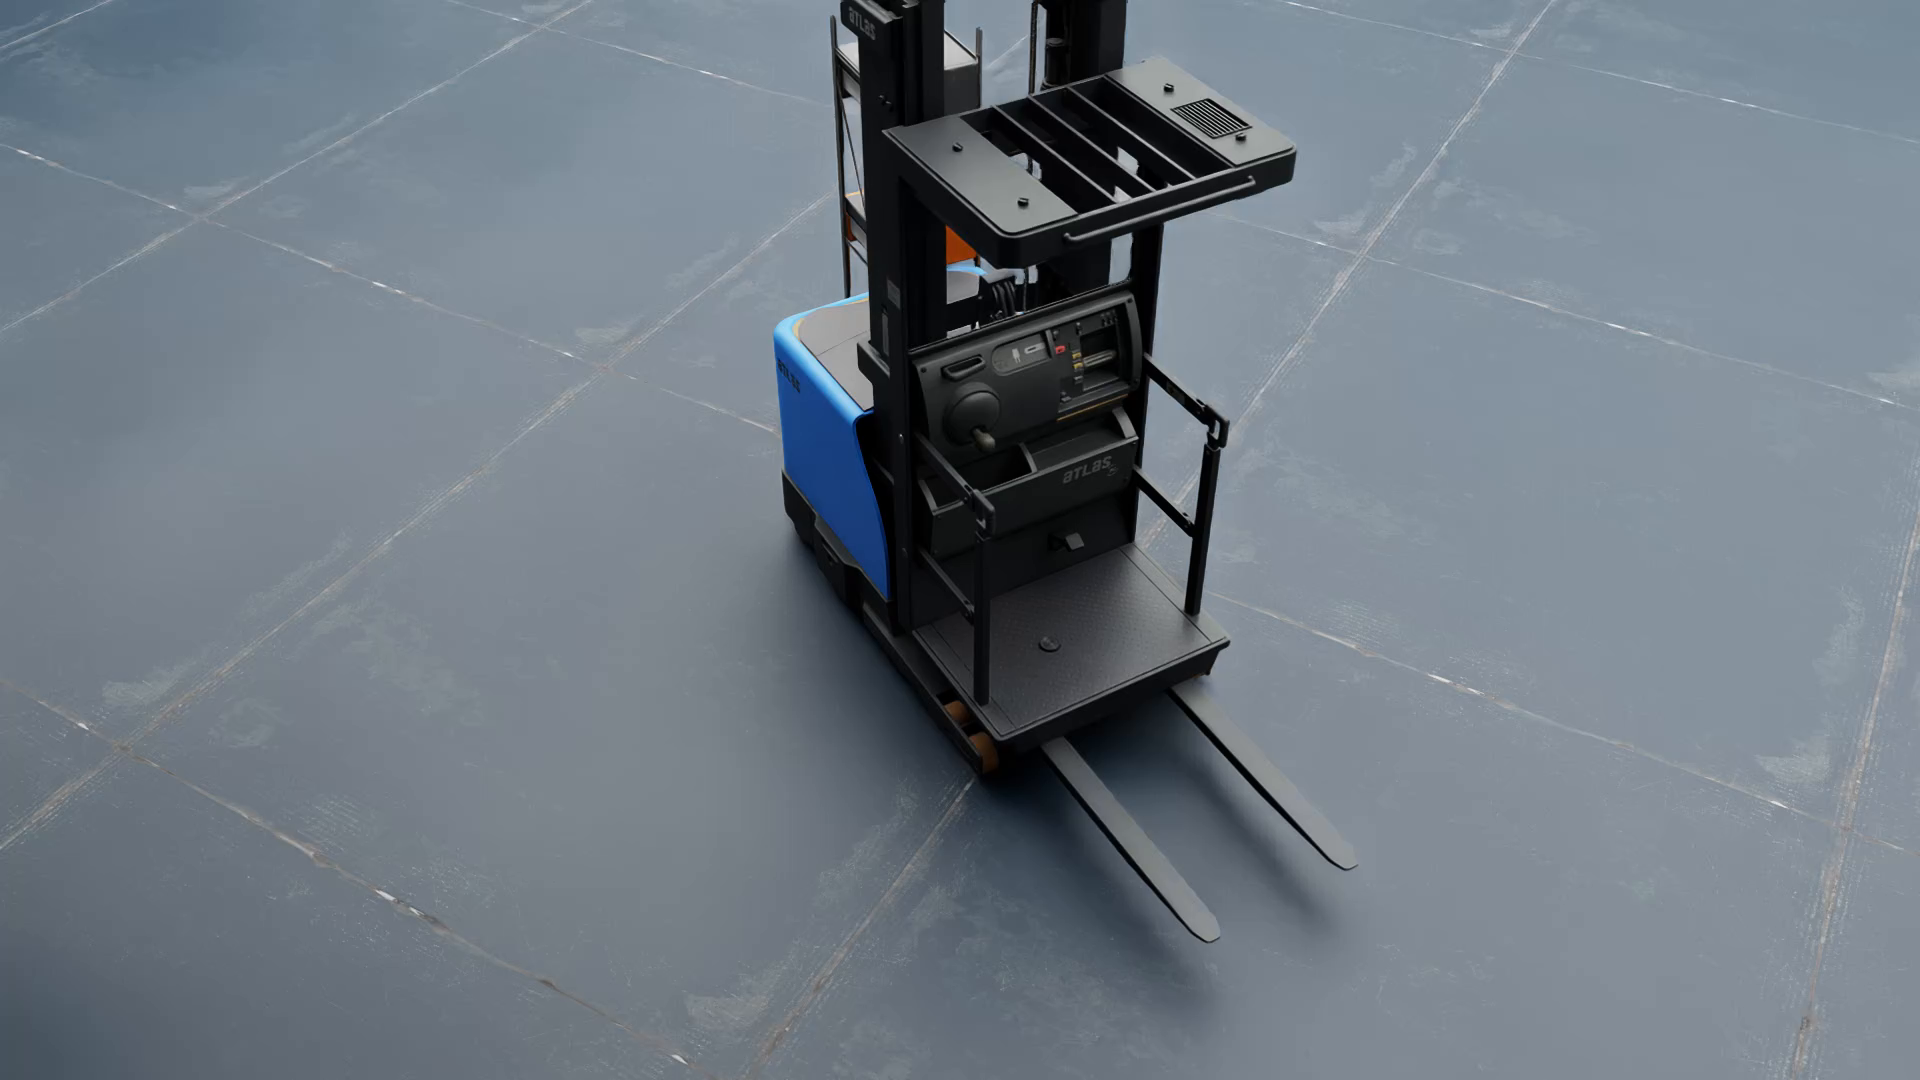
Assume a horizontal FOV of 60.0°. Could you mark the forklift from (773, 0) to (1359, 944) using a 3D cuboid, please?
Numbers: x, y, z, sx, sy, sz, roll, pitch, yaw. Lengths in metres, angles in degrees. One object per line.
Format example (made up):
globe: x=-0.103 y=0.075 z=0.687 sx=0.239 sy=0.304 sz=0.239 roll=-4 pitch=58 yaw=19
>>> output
forklift: x=0.373 y=-0.533 z=5.953 sx=1.130 sy=2.935 sz=3.031 roll=-21 pitch=46 yaw=-22

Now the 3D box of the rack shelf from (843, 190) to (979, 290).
rack shelf: x=-0.222 y=-1.317 z=7.493 sx=0.480 sy=0.518 sz=0.431 roll=-18 pitch=45 yaw=-20

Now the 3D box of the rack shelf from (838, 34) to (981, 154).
rack shelf: x=-0.222 y=-1.842 z=7.030 sx=0.480 sy=0.518 sz=0.431 roll=-18 pitch=45 yaw=-20

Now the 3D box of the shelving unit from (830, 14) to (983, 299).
shelving unit: x=-0.222 y=-1.327 z=7.484 sx=0.503 sy=2.100 sz=0.431 roll=-18 pitch=45 yaw=-20

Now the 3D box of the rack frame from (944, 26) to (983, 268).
rack frame: x=-0.004 y=-1.399 z=7.566 sx=0.015 sy=2.100 sz=0.400 roll=-18 pitch=45 yaw=-20

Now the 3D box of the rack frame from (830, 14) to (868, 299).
rack frame: x=-0.441 y=-1.255 z=7.402 sx=0.015 sy=2.100 sz=0.400 roll=-18 pitch=45 yaw=-20
